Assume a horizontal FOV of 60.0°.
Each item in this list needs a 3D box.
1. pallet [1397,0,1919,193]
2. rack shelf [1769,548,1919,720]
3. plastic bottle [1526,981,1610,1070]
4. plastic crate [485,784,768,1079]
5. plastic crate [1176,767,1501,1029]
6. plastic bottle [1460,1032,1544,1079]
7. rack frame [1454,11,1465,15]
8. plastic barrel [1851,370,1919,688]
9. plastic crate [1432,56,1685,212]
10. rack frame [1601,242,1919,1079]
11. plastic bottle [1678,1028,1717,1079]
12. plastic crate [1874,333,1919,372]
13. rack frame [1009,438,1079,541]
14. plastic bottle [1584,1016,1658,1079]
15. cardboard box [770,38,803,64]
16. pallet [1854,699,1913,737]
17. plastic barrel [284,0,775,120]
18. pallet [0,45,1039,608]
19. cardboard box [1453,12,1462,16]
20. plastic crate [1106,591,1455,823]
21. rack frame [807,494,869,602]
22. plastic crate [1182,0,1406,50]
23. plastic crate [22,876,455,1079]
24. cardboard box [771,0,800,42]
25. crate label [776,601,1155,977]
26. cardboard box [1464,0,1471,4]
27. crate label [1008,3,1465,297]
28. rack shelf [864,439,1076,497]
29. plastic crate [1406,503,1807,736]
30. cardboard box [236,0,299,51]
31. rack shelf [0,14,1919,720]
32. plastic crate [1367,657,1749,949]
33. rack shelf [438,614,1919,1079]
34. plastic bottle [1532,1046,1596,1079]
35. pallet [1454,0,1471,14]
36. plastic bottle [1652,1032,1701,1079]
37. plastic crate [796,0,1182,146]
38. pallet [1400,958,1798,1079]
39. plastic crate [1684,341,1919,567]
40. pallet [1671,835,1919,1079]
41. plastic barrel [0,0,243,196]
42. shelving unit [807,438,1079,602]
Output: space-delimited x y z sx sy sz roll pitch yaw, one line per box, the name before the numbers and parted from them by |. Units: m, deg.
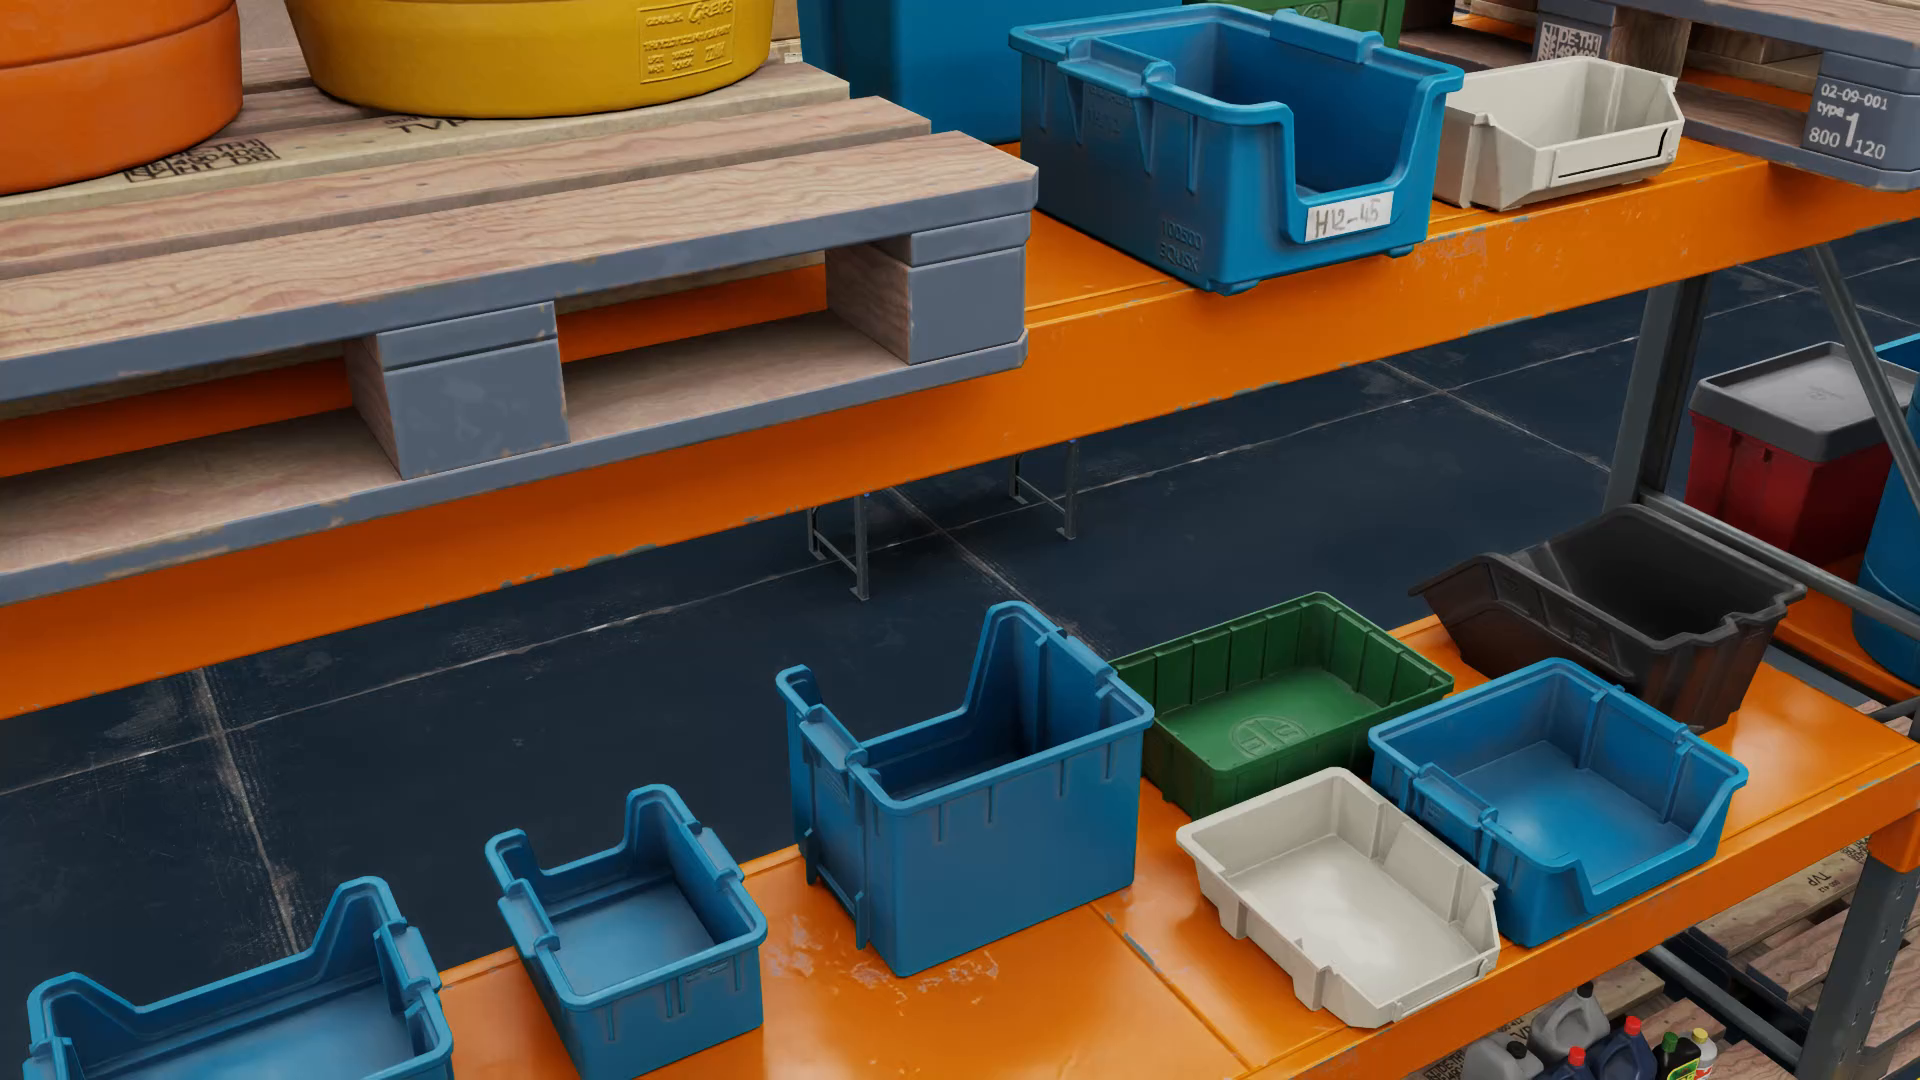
pallet | 1.430 -0.946 2.951 1.003 0.211 1.213 -16 33 -26
rack shelf | 3.727 -0.107 5.085 4.000 0.370 1.077 -16 33 -26
plastic bottle | 1.520 1.252 4.163 0.185 0.351 0.144 -16 33 -26
plastic crate | -0.603 0.708 3.017 0.408 0.251 0.499 -16 33 -26
plastic crate | 0.731 0.686 3.176 0.437 0.136 0.530 -16 33 -26
plastic bottle | 1.331 1.336 4.088 0.135 0.276 0.152 -16 33 -26
rack frame | 2.945 -2.976 9.539 0.127 3.000 1.000 -16 33 -26
plastic barrel | 2.489 -0.121 3.845 0.708 0.901 0.600 -16 33 -26
plastic crate | 0.824 -0.569 2.346 0.396 0.136 0.243 -16 33 -26
rack frame | 2.003 0.067 4.024 0.127 3.000 1.000 -16 33 -26
plastic bottle | 1.848 1.318 4.198 0.097 0.201 0.097 0 29 0
plastic crate | 2.796 -0.325 4.752 0.575 0.384 0.392 -16 33 -26
rack frame | 0.365 -0.760 7.075 0.032 1.500 0.500 -16 33 -26
plastic bottle | 1.593 1.312 4.054 0.185 0.351 0.144 -17 33 -28
cardboard box | -0.844 -2.110 7.193 0.250 0.149 0.380 -17 33 -27
pallet | 3.713 0.779 5.620 1.213 0.211 1.003 -16 33 -26
plastic barrel | -0.528 -0.865 1.980 0.600 0.588 0.600 0 29 0
pallet | -0.683 -0.346 1.864 1.213 0.211 1.003 -16 33 -26
cardboard box | 2.609 -2.867 9.432 0.500 0.311 0.500 -14 32 -23
plastic crate | 0.689 0.375 3.686 0.662 0.188 0.450 -16 33 -26
rack frame | -0.512 -0.511 6.624 0.032 1.500 0.500 -16 33 -26
plastic crate | 0.504 -0.881 2.856 0.450 0.188 0.336 -16 33 -26
plastic crate | -1.166 0.864 2.733 0.616 0.251 0.499 -16 33 -26
cardboard box | -0.883 -2.498 7.225 0.500 0.500 0.700 -16 33 -26
crate label | 0.004 0.468 3.262 0.616 0.435 0.502 -16 33 -26
cardboard box | 3.431 -3.405 9.778 0.700 0.500 0.500 22 36 34
crate label | 0.335 -0.522 2.142 0.408 0.251 0.502 -16 33 -26
rack shelf | -0.074 -0.478 6.937 1.000 0.185 0.538 -16 33 -26
plastic crate | 1.487 0.169 3.903 0.504 0.338 0.767 -16 33 -26
cardboard box | -2.613 -2.007 6.335 0.500 0.500 0.700 -16 33 -26
rack shelf | 0.278 -0.442 2.586 4.000 0.370 1.077 -16 33 -26
plastic crate | 1.186 0.516 3.364 0.616 0.251 0.499 -16 33 -26
rack shelf | 0.278 0.872 3.311 4.000 0.370 1.077 -16 33 -26
plastic bottle | 1.428 1.359 3.969 0.185 0.351 0.144 -18 33 -29
pallet | 3.494 -3.088 9.939 1.003 0.211 1.213 -16 33 -26
plastic bottle | 1.755 1.319 4.112 0.133 0.283 0.061 -14 32 -24
plastic crate | 0.045 -0.852 2.602 0.575 0.384 0.392 -16 33 -26
pallet | 1.402 1.435 4.431 1.213 0.211 1.003 -16 33 -26
plastic crate | 2.265 -0.207 4.454 0.583 0.464 0.402 -16 33 -26
pallet | 2.660 1.080 5.075 1.213 0.211 1.003 -16 33 -26
plastic barrel | -1.091 -0.811 1.631 0.708 0.830 0.600 -16 33 -26
shelving unit | -0.074 -0.636 6.850 1.048 1.500 0.538 -16 33 -26
